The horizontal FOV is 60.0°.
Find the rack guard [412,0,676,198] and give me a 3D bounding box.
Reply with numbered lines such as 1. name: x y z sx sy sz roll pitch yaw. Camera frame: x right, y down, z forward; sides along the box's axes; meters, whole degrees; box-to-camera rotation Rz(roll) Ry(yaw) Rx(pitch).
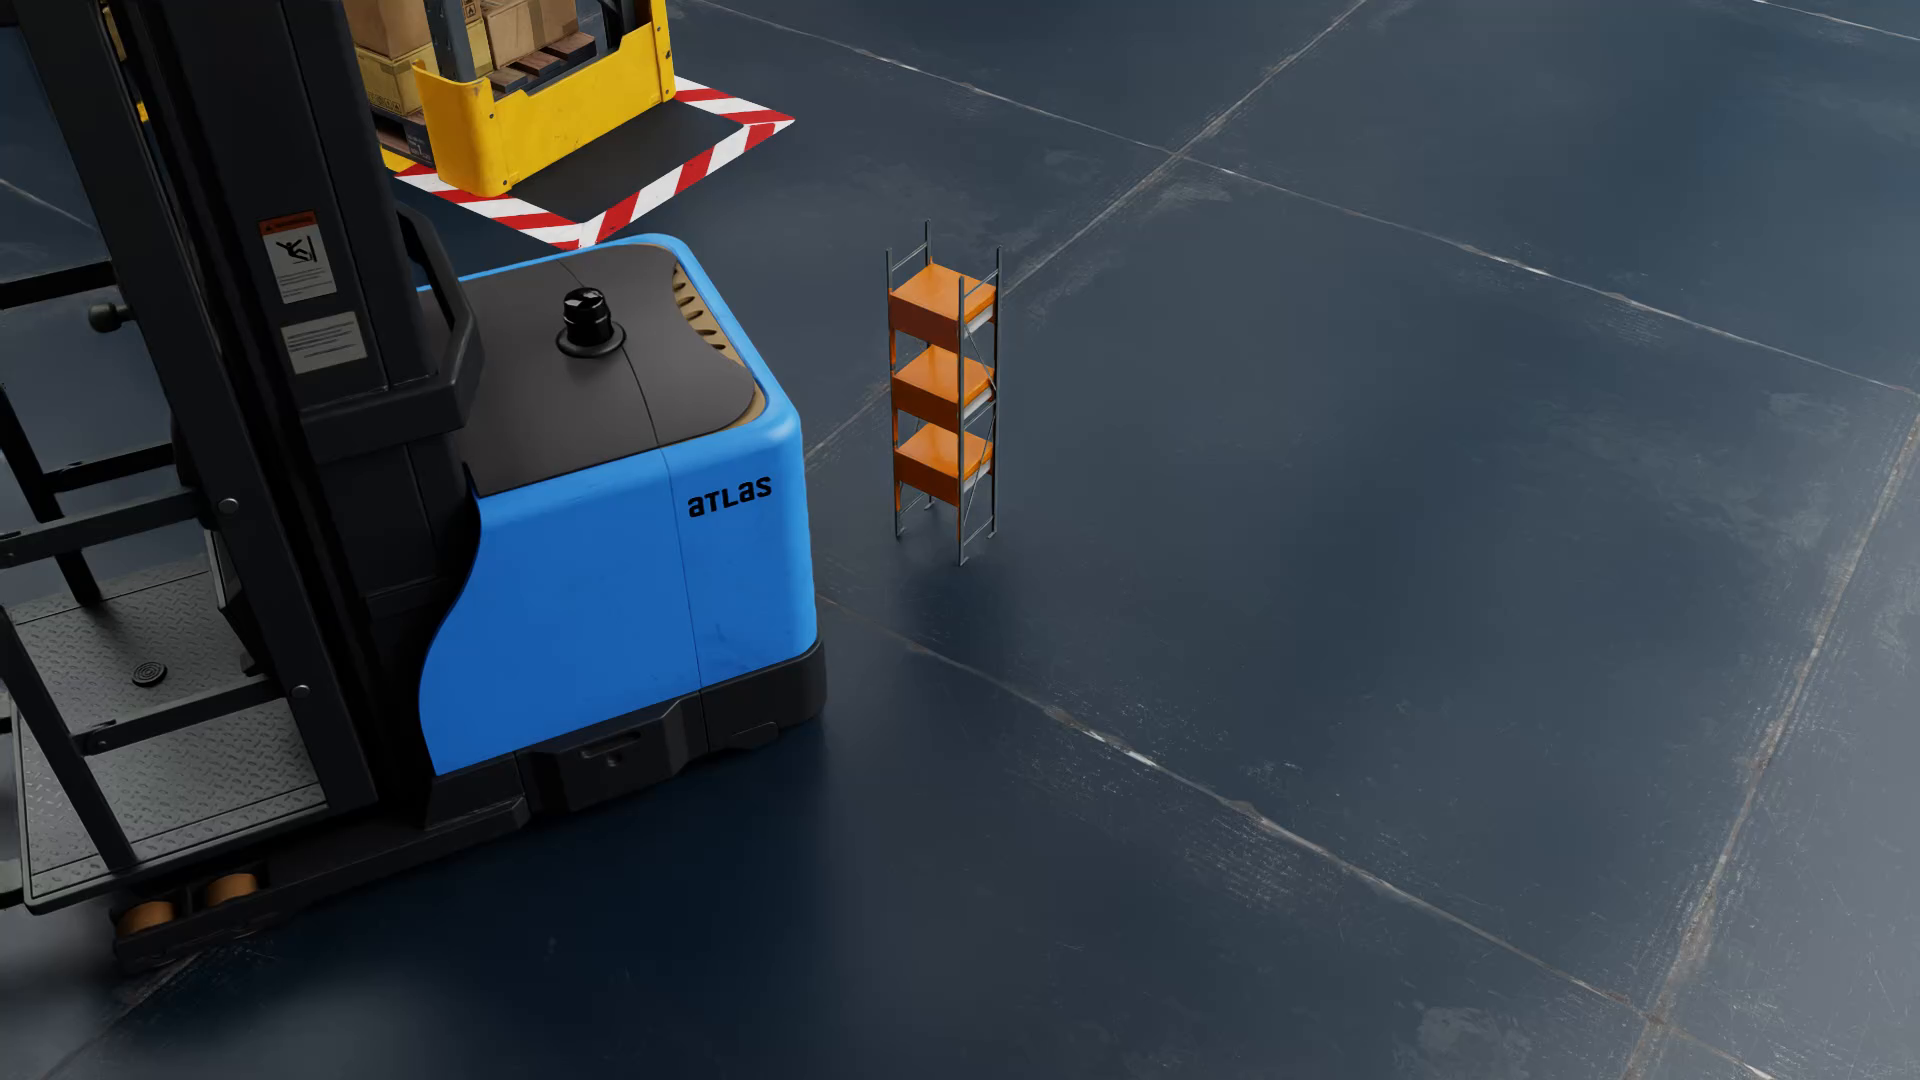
1. rack guard: -1.731 -1.957 7.062 0.348 0.500 1.175 25 48 25

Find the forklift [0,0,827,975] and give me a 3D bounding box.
1. forklift: -1.929 -0.450 3.555 3.031 2.935 1.130 -18 45 -19

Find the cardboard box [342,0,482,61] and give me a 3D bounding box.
1. cardboard box: -2.361 -2.351 6.813 0.500 0.500 0.500 25 48 25

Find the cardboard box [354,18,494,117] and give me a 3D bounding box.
1. cardboard box: -2.359 -2.073 7.064 0.500 0.250 0.500 25 48 25

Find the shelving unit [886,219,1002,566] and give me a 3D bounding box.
1. shelving unit: -0.044 -0.412 4.923 0.252 1.050 0.215 25 48 25

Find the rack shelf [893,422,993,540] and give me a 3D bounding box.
1. rack shelf: -0.044 -0.197 5.115 0.240 0.259 0.215 25 48 25

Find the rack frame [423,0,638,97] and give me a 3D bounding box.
1. rack frame: -1.751 -2.897 6.238 0.127 3.000 1.000 25 48 25

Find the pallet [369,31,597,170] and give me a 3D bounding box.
1. pallet: -2.401 -2.128 7.470 1.213 0.211 1.003 25 48 25

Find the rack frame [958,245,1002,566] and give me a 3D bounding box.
1. rack frame: 0.056 -0.365 4.871 0.008 1.050 0.200 25 48 25

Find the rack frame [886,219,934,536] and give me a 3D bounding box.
1. rack frame: -0.144 -0.458 4.975 0.008 1.050 0.200 25 48 25

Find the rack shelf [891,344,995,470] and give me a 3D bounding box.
1. rack shelf: -0.044 -0.404 4.930 0.240 0.259 0.215 25 48 25

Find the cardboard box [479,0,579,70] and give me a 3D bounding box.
1. cardboard box: -2.062 -2.356 7.380 0.500 0.250 0.500 25 48 25

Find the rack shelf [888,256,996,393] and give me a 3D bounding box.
1. rack shelf: -0.044 -0.615 4.741 0.240 0.259 0.215 25 48 25
